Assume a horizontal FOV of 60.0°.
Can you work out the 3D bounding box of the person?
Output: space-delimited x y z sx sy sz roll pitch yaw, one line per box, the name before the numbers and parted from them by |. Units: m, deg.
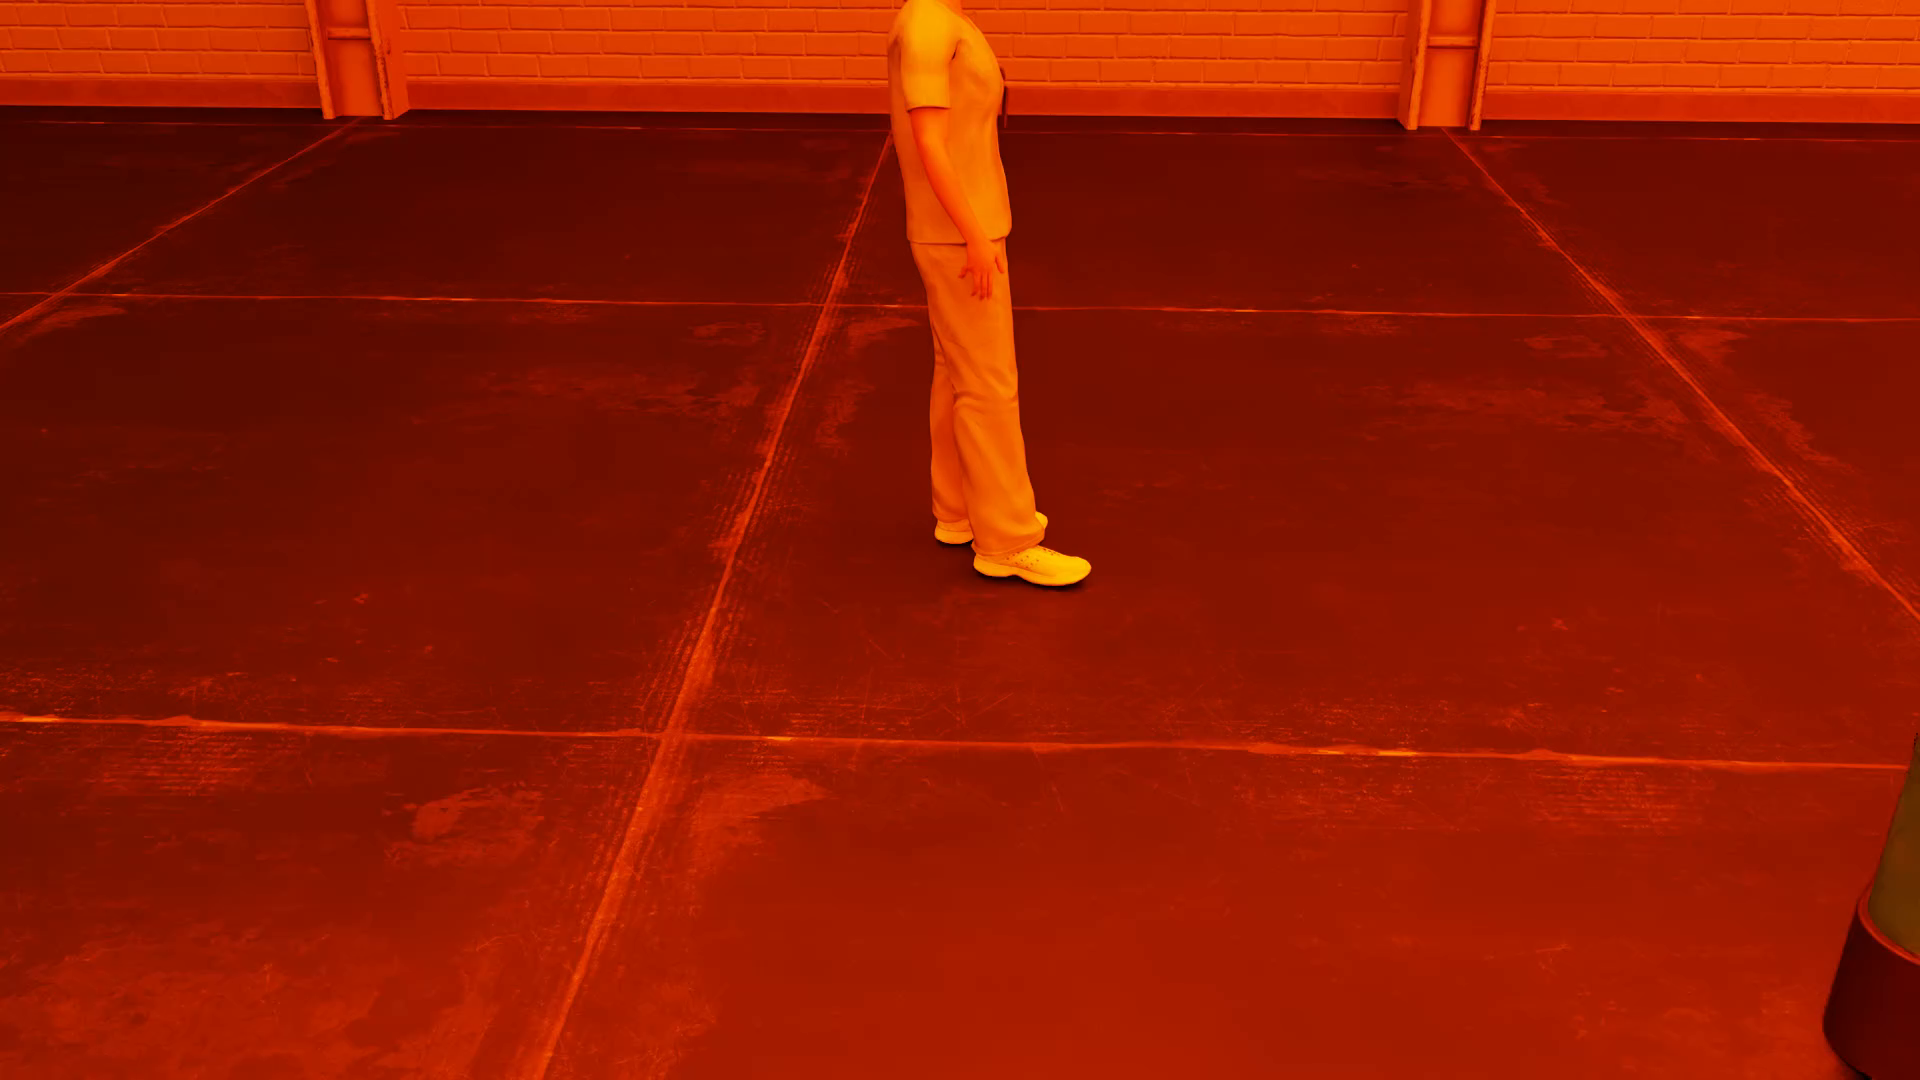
person | 0.073 -0.751 4.132 0.549 1.675 0.549 1 26 2
